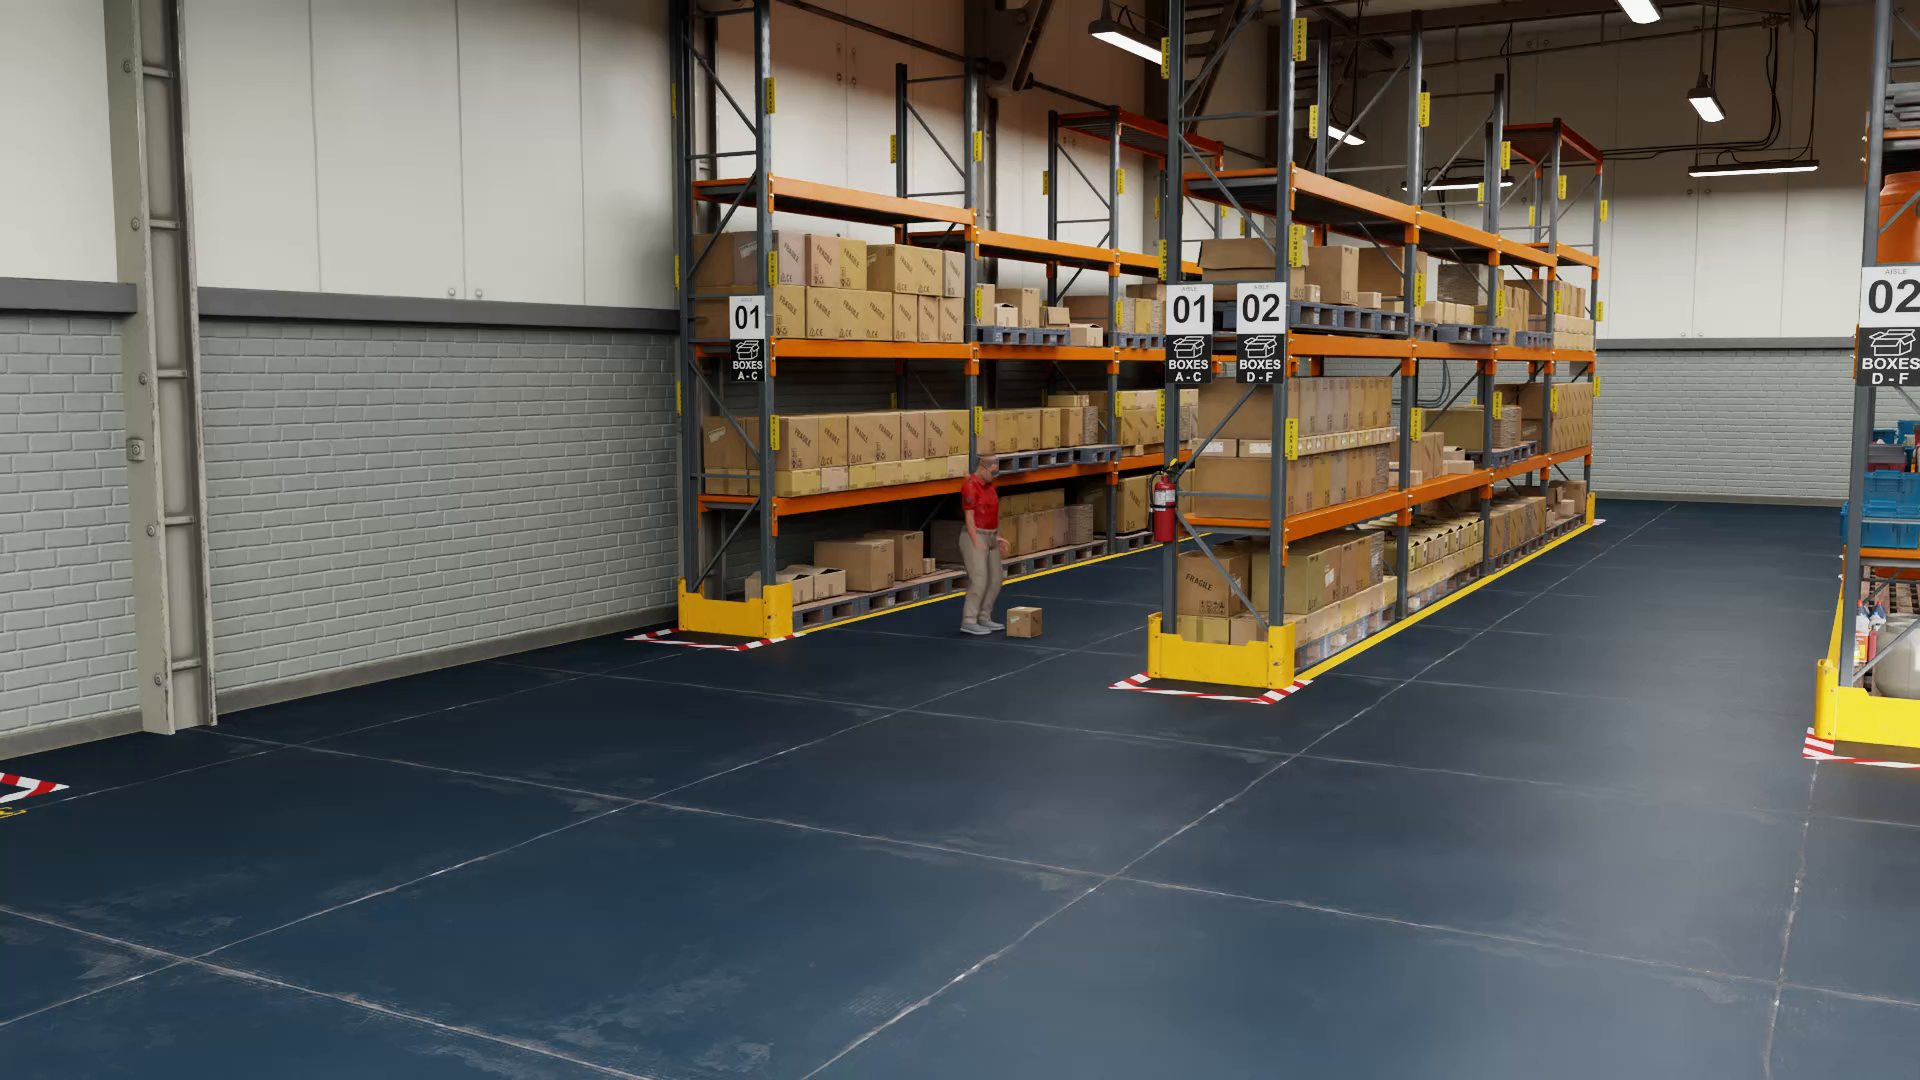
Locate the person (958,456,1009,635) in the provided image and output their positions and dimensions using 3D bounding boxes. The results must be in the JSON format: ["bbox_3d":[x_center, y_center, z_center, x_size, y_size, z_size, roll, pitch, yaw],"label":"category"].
[{"bbox_3d":[0.227,0.039,16.015,0.350,1.705,0.544,3,7,30],"label":"person"}]
